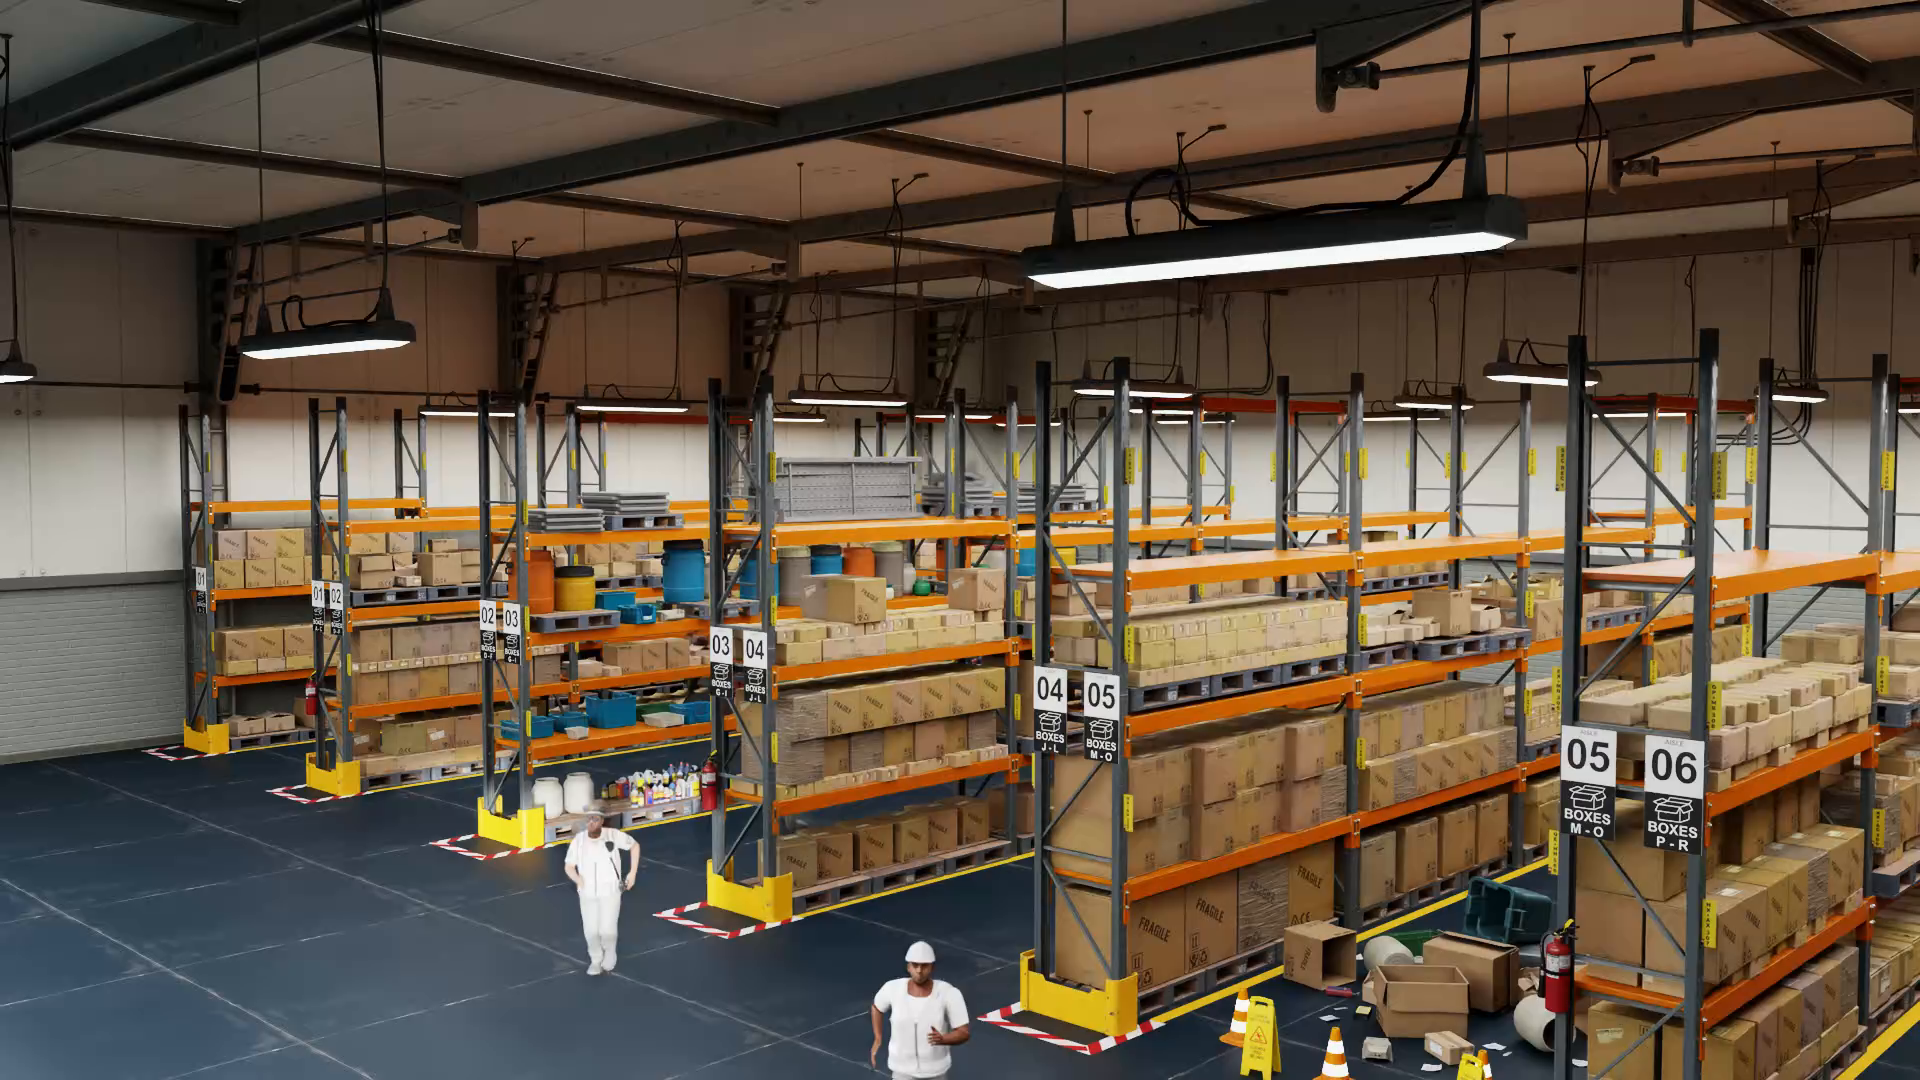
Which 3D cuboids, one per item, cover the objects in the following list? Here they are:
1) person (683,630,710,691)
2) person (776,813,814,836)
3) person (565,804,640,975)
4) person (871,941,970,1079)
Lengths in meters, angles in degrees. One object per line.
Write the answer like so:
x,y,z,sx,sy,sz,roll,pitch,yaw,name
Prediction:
-5.278,2.526,33.172,0.690,1.771,1.042,2,4,38,person
-2.221,3.209,21.123,0.588,1.669,0.810,3,4,42,person
-3.514,3.429,16.250,0.687,1.740,0.772,0,3,0,person
-0.276,3.653,11.438,0.688,1.788,0.914,0,3,0,person
